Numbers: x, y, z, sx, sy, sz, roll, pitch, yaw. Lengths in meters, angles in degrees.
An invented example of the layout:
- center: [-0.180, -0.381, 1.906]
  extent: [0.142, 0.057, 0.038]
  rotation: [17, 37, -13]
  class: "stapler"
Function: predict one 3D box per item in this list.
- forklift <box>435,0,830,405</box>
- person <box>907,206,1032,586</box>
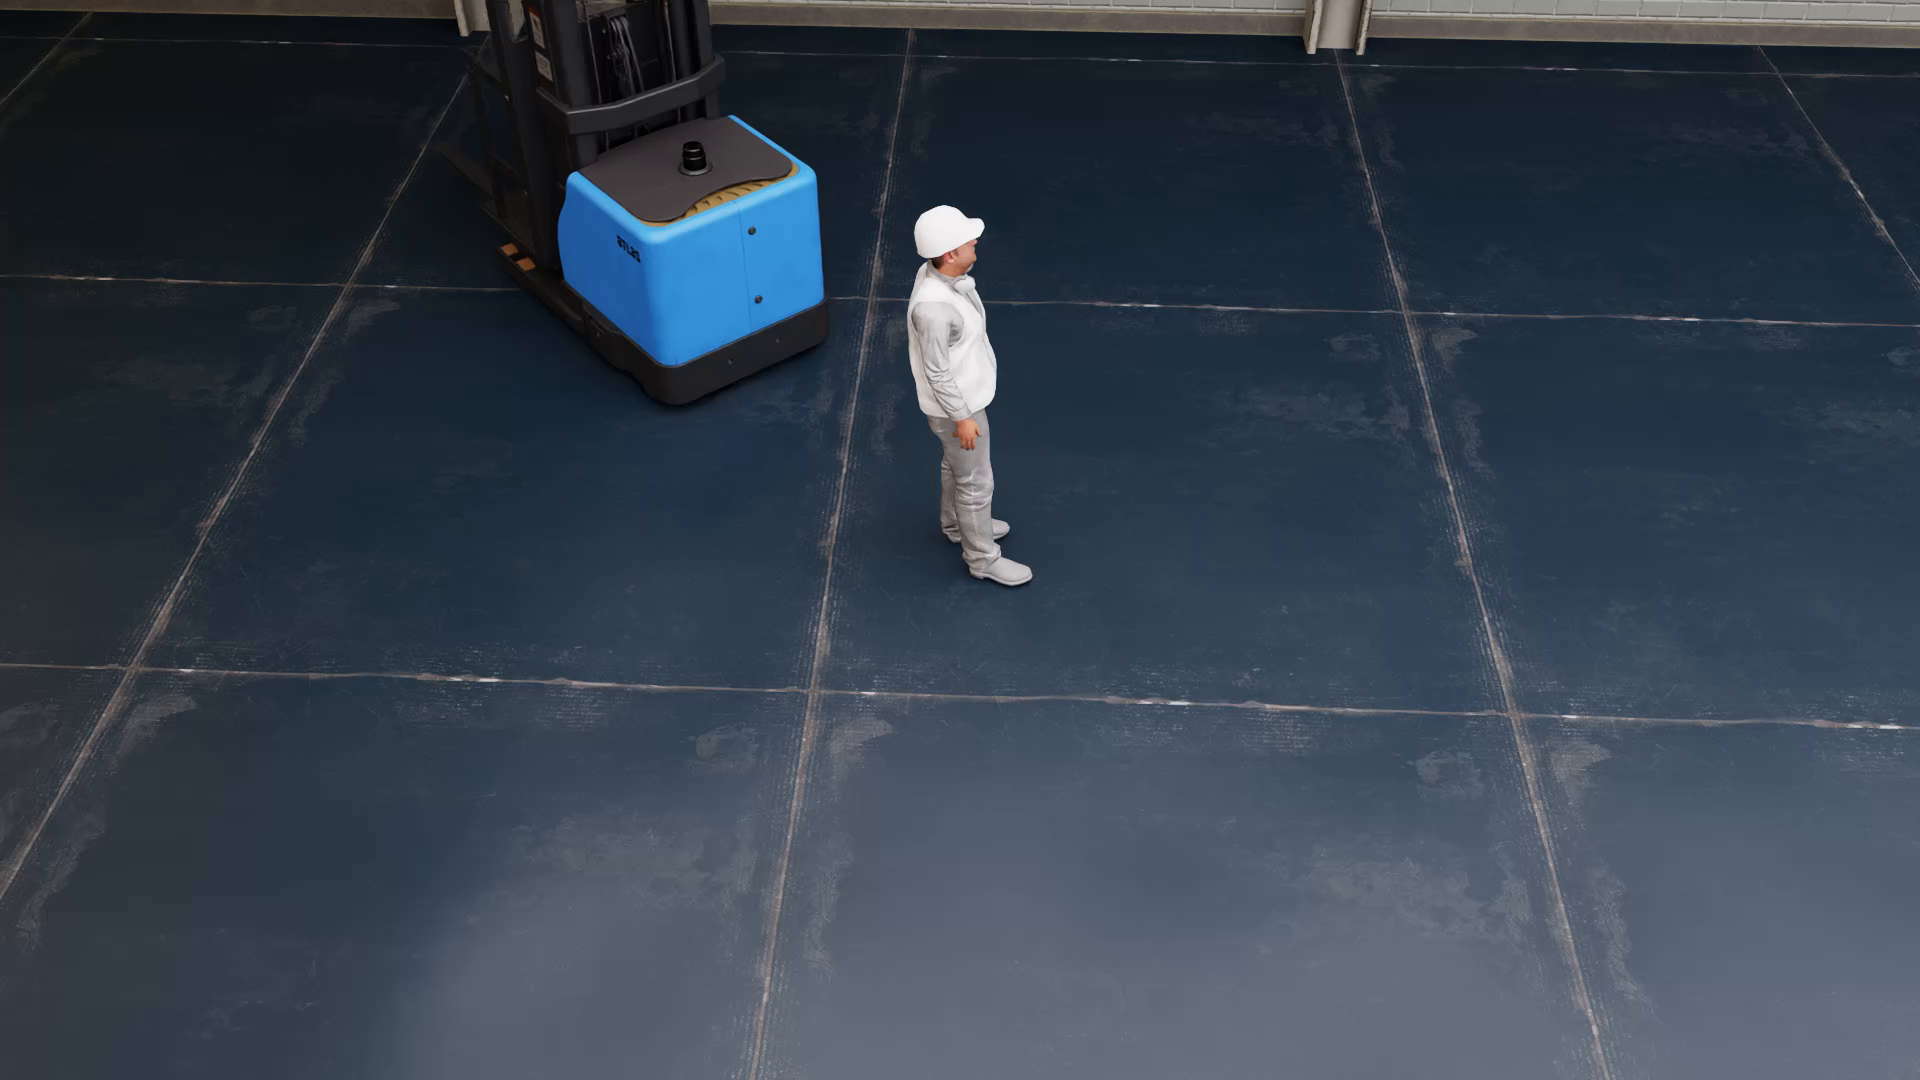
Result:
- center: [-2.027, -2.712, 8.713]
  extent: [1.130, 2.935, 3.031]
  rotation: [-29, 50, -28]
  class: "forklift"
- center: [0.063, -0.652, 7.307]
  extent: [0.566, 1.770, 0.634]
  rotation: [2, 42, 2]
  class: "person"
